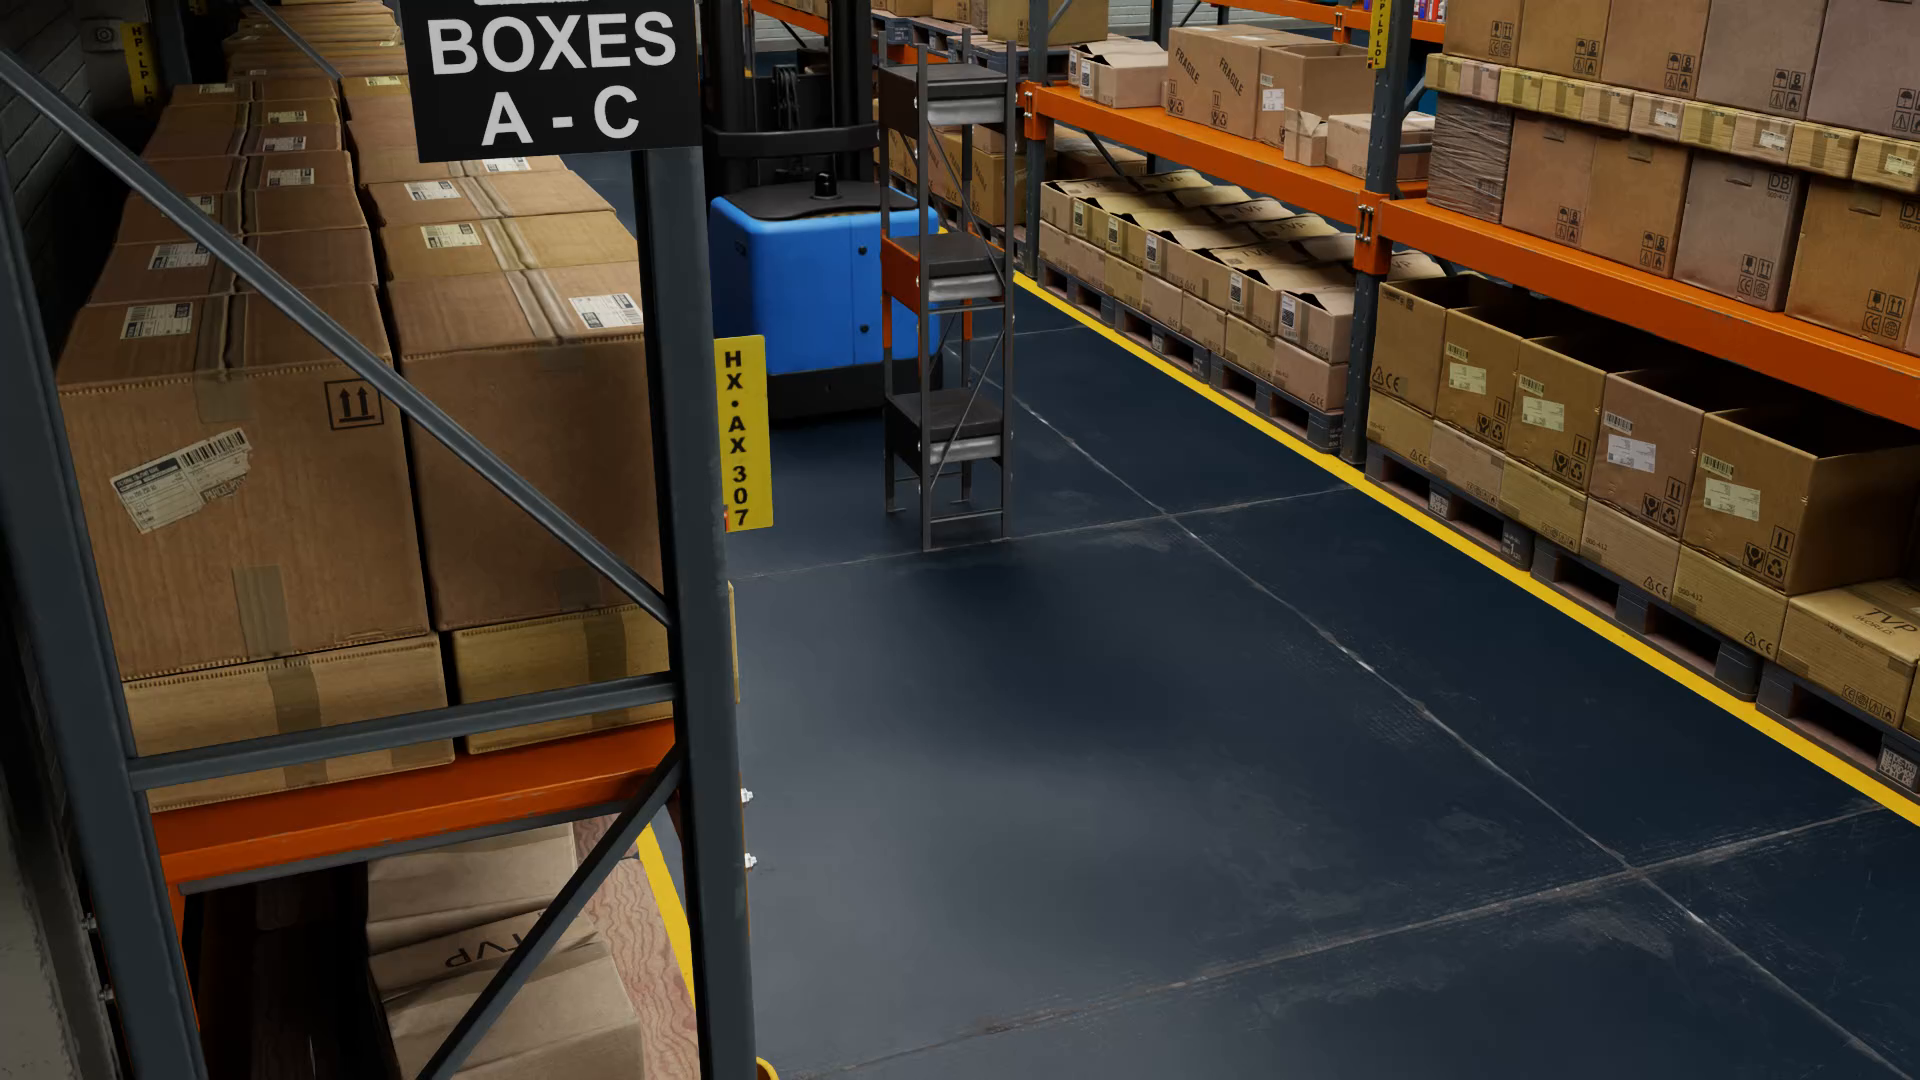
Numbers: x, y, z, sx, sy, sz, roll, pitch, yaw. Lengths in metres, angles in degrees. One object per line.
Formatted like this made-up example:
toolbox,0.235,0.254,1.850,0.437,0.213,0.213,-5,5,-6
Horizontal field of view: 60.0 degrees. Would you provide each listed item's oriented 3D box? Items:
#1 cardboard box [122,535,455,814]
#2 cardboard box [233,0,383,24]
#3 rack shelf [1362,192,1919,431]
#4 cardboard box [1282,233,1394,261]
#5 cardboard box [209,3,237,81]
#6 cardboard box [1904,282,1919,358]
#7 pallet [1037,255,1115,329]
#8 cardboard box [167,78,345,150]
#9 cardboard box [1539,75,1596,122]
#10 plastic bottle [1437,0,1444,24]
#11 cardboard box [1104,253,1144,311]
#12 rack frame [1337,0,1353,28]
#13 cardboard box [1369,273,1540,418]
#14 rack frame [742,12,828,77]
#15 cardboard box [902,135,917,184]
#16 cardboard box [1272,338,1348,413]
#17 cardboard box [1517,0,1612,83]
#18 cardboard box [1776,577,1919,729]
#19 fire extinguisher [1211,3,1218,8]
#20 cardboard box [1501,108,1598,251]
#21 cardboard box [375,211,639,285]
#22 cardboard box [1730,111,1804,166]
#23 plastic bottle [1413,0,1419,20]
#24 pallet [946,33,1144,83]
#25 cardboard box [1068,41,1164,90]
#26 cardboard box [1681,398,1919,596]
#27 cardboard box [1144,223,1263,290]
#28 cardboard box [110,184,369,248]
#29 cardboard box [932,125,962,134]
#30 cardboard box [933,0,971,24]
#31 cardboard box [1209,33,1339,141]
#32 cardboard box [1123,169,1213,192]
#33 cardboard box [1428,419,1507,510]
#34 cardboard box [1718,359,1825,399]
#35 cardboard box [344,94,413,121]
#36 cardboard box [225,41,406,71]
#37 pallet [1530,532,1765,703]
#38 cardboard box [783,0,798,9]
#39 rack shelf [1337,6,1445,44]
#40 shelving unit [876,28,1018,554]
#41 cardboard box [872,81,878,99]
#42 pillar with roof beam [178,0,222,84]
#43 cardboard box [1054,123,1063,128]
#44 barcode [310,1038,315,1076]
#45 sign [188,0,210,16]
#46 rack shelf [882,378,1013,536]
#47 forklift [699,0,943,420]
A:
cardboard box,-1.210,0.223,3.026,0.500,0.250,0.500,-8,24,-18
cardboard box,-3.514,-2.680,9.051,0.700,0.500,0.500,-11,25,-25
rack shelf,3.063,-0.770,6.140,1.077,0.370,4.000,-8,24,-19
cardboard box,2.088,-1.568,9.385,0.500,0.311,0.500,-9,25,-21
cardboard box,-4.103,-2.928,9.798,0.500,0.500,0.500,-8,24,-19
cardboard box,3.427,-0.782,5.115,0.700,0.500,0.500,-8,24,-18
pallet,1.198,-1.692,10.992,1.003,0.211,1.213,-8,24,-19
cardboard box,-2.306,-1.233,5.516,0.500,0.500,0.500,-9,24,-20
cardboard box,2.546,-1.769,6.621,0.380,0.149,0.250,-9,24,-19
plastic bottle,4.315,-4.719,14.839,0.097,0.201,0.097,0,23,0
cardboard box,1.221,-1.607,10.199,0.500,0.250,0.500,-9,24,-20
rack frame,4.166,-5.413,16.231,1.000,3.000,0.127,-8,24,-19
cardboard box,2.227,-0.889,7.530,0.500,0.500,0.500,-8,24,-19
rack frame,-1.883,-6.188,18.070,1.000,3.000,0.127,-8,24,-19
cardboard box,-0.158,-3.202,13.636,0.500,0.500,0.500,-8,24,-18
cardboard box,1.939,-0.865,8.440,0.500,0.250,0.500,-9,24,-20
cardboard box,2.699,-2.128,6.638,0.700,0.500,0.500,-8,24,-19
cardboard box,3.116,0.365,5.522,0.500,0.250,0.500,-8,24,-19
fire extinguisher,3.124,-6.776,20.045,0.296,0.674,0.183,-8,24,-19
cardboard box,2.712,-1.523,6.872,0.700,0.500,0.500,-9,24,-20
cardboard box,-0.916,-0.375,3.479,0.500,0.500,0.500,-8,24,-19
cardboard box,2.906,-1.396,5.735,0.380,0.149,0.250,-9,24,-20
plastic bottle,4.186,-4.851,15.154,0.097,0.201,0.097,0,23,0
pallet,0.638,-3.430,11.772,1.213,0.211,1.003,-8,24,-19
cardboard box,1.031,-3.102,10.863,0.500,0.311,0.500,-7,24,-16
cardboard box,2.935,-0.162,5.806,0.500,0.500,0.500,-8,24,-19
cardboard box,1.407,-1.674,9.636,0.500,0.311,0.500,-9,24,-20
cardboard box,-1.584,-0.493,3.759,0.500,0.500,0.500,-9,24,-20
cardboard box,0.004,-3.376,13.085,0.500,0.250,0.500,-9,24,-20
cardboard box,0.212,-4.341,13.018,0.700,0.500,0.500,-15,27,-32
cardboard box,1.737,-2.529,9.259,0.500,0.500,0.500,-8,24,-19
cardboard box,1.359,-2.310,11.145,0.500,0.311,0.500,-8,24,-18
cardboard box,2.409,-0.362,7.246,0.500,0.250,0.500,-8,24,-19
cardboard box,3.261,-0.417,6.412,0.500,0.500,0.500,-8,24,-19
cardboard box,-1.638,-1.123,5.253,0.500,0.500,0.500,-8,24,-19
cardboard box,-2.615,-1.789,6.938,0.700,0.500,0.500,-6,24,-14
pallet,3.033,0.196,6.514,1.003,0.211,1.213,-8,24,-19
cardboard box,-1.436,-5.485,16.274,0.500,0.500,0.500,-8,24,-18
rack shelf,4.872,-4.355,14.646,1.077,0.370,4.000,-8,24,-19
shelving unit,-0.059,-1.028,6.985,0.431,2.100,0.503,-8,24,-19
cardboard box,-0.936,-3.954,15.420,0.500,0.500,0.500,-8,24,-19
pillar with roof beam,-2.132,-7.545,13.564,9.100,9.000,0.400,-8,24,-19
cardboard box,0.498,-3.098,13.390,0.500,0.500,0.500,-9,25,-21
barcode,-1.404,1.123,3.607,0.001,0.075,0.075,-8,24,-19
sign,-4.208,-3.057,9.149,0.100,0.325,0.005,-8,24,-19
rack shelf,-0.058,-0.370,7.262,0.431,0.518,0.480,-8,24,-19
forklift,-1.124,-2.507,9.425,1.130,2.935,3.031,-9,25,-21
